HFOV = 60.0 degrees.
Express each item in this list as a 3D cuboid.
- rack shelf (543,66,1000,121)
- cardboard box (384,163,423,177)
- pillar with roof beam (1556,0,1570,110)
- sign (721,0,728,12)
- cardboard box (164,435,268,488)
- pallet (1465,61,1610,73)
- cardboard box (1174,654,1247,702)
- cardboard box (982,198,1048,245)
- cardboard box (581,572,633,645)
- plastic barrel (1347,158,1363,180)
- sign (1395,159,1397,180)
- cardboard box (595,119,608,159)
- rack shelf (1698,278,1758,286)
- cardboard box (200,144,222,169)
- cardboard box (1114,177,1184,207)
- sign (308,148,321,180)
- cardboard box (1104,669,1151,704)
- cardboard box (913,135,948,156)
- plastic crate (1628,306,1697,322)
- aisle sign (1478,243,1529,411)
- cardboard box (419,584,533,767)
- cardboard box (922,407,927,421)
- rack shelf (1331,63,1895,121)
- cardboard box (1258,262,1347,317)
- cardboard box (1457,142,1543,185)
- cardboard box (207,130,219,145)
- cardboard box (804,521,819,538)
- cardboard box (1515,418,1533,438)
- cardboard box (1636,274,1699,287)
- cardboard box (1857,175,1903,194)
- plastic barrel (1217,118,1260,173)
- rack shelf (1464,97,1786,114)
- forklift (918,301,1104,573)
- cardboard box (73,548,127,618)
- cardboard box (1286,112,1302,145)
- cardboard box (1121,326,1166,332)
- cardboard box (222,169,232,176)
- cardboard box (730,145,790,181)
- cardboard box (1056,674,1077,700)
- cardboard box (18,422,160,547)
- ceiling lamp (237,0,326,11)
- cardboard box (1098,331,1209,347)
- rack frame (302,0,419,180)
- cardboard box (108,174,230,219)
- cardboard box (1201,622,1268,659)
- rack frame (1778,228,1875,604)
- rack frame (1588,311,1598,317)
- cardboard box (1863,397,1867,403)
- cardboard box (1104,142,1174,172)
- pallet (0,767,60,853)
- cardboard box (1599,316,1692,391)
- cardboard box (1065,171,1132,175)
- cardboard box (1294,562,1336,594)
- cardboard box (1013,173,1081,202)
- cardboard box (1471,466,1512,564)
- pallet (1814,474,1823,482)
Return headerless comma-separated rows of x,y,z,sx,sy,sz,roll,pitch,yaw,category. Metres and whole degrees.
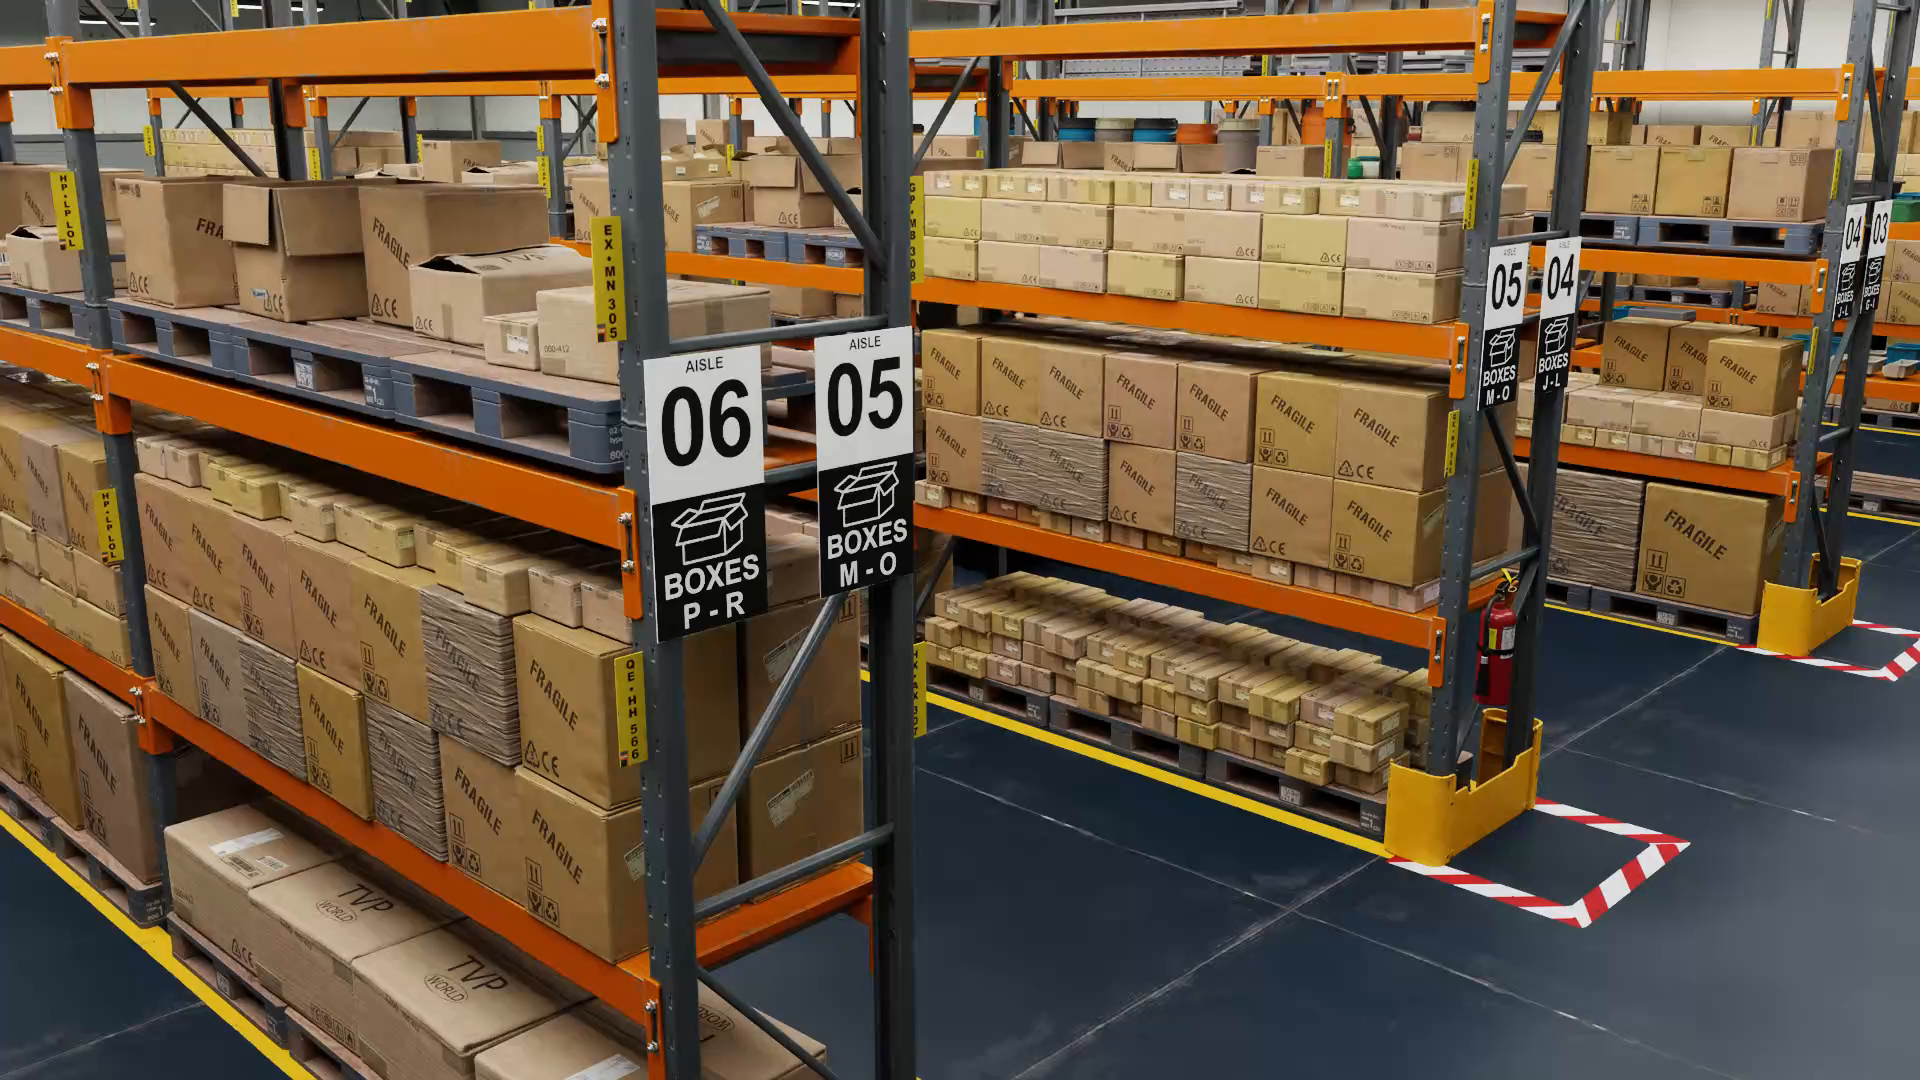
-1.494,-3.269,12.170,4.000,0.370,1.077,14,20,42,rack shelf
-5.194,-3.494,16.028,0.500,0.250,0.500,14,20,43,cardboard box
7.572,-7.344,25.589,0.400,9.000,9.100,14,20,42,pillar with roof beam
-2.688,-6.139,18.953,0.005,0.325,0.100,14,20,42,sign
-3.175,-0.344,7.152,0.250,0.149,0.380,14,20,43,cardboard box
6.282,-5.097,18.132,1.213,0.211,1.003,14,20,42,pallet
1.478,0.813,9.820,0.380,0.149,0.250,-14,20,-42,cardboard box
0.481,-1.963,10.191,0.500,0.250,0.500,14,20,42,cardboard box
-0.935,0.186,5.121,0.250,0.149,0.380,14,20,43,cardboard box
4.622,-4.392,19.683,0.294,0.245,0.294,0,15,0,plastic barrel
3.845,-3.282,14.764,0.005,0.325,0.100,14,20,42,sign
-4.296,-5.118,21.213,0.500,0.500,0.500,14,20,42,cardboard box
12.336,-4.140,26.616,4.000,0.370,1.077,14,20,42,rack shelf
-7.794,-4.125,17.859,0.500,0.250,0.500,13,20,42,cardboard box
1.097,-1.995,9.523,0.250,0.149,0.380,13,19,41,cardboard box
-6.198,-3.597,15.975,0.005,0.325,0.100,14,20,42,sign
1.101,0.864,10.218,0.250,0.149,0.380,14,20,43,cardboard box
-0.312,-4.008,17.546,0.500,0.500,0.500,14,20,42,cardboard box
7.367,-2.198,17.490,0.583,0.464,0.402,14,20,42,plastic crate
2.669,-1.049,8.170,0.004,0.787,0.394,14,20,42,aisle sign
-1.447,0.399,5.589,0.500,0.500,0.500,14,20,42,cardboard box
-0.207,-0.981,12.141,0.250,0.149,0.380,13,20,41,cardboard box
4.901,-3.452,12.871,4.000,0.370,1.077,14,20,42,rack shelf
1.942,-1.356,8.855,0.500,0.250,0.500,14,20,42,cardboard box
4.450,-2.971,13.525,0.700,0.500,0.500,-13,20,-41,cardboard box
-7.759,-4.287,17.689,0.250,0.149,0.380,13,20,42,cardboard box
-0.766,0.001,11.934,0.500,0.250,0.500,13,19,41,cardboard box
4.566,-0.934,13.385,0.250,0.149,0.380,13,19,41,cardboard box
9.615,-3.722,22.554,0.700,0.500,0.500,-11,18,-35,cardboard box
11.234,-4.311,20.194,0.500,0.250,0.500,14,20,42,cardboard box
3.579,-4.917,21.228,0.600,0.901,0.600,0,15,0,plastic barrel
8.900,-5.949,22.456,4.000,0.370,1.077,14,20,42,rack shelf
0.417,-1.284,14.365,1.130,2.935,3.031,-13,20,-41,forklift
-3.904,0.156,8.009,0.500,0.250,0.500,14,20,42,cardboard box
5.423,-6.373,25.787,0.500,0.500,0.500,-12,19,-39,cardboard box
1.845,-1.788,15.964,0.500,0.500,0.500,14,20,42,cardboard box
-7.577,-3.856,17.619,0.250,0.149,0.380,14,20,43,cardboard box
-1.522,-2.883,12.701,0.258,0.266,0.396,14,20,42,cardboard box
0.826,0.897,10.679,0.250,0.149,0.380,13,19,40,cardboard box
-4.291,-0.296,8.255,0.500,0.500,0.500,-14,20,-43,cardboard box
-14.553,-12.747,34.749,0.800,3.185,2.000,14,20,42,ceiling lamp
1.206,-1.019,10.442,0.500,0.500,0.500,-14,20,-43,cardboard box
-5.814,-4.861,16.059,0.127,3.000,1.000,14,20,42,rack frame
-3.851,-1.552,8.276,0.500,0.500,0.500,13,20,41,cardboard box
1.722,0.650,10.446,0.250,0.149,0.380,14,20,43,cardboard box
6.340,-0.741,12.143,0.127,3.000,1.000,14,20,42,rack frame
10.896,-4.838,27.868,0.127,3.000,1.000,14,20,42,rack frame
11.487,-1.970,21.323,0.500,0.311,0.500,14,20,42,cardboard box
1.753,-3.615,16.195,0.500,0.500,0.500,-13,20,-41,cardboard box
-4.908,1.373,9.563,1.213,0.211,1.003,14,20,42,pallet
5.445,-1.485,13.220,0.500,0.500,0.500,13,19,41,cardboard box
0.870,-2.220,10.386,0.380,0.149,0.250,-14,20,-42,cardboard box
2.050,0.166,9.161,0.250,0.149,0.380,13,20,42,cardboard box
0.535,-2.136,10.064,0.250,0.149,0.380,13,19,41,cardboard box
2.694,-0.179,9.200,0.500,0.500,0.500,-13,20,-42,cardboard box
8.338,-0.655,17.345,1.213,0.211,1.003,14,20,42,pallet
